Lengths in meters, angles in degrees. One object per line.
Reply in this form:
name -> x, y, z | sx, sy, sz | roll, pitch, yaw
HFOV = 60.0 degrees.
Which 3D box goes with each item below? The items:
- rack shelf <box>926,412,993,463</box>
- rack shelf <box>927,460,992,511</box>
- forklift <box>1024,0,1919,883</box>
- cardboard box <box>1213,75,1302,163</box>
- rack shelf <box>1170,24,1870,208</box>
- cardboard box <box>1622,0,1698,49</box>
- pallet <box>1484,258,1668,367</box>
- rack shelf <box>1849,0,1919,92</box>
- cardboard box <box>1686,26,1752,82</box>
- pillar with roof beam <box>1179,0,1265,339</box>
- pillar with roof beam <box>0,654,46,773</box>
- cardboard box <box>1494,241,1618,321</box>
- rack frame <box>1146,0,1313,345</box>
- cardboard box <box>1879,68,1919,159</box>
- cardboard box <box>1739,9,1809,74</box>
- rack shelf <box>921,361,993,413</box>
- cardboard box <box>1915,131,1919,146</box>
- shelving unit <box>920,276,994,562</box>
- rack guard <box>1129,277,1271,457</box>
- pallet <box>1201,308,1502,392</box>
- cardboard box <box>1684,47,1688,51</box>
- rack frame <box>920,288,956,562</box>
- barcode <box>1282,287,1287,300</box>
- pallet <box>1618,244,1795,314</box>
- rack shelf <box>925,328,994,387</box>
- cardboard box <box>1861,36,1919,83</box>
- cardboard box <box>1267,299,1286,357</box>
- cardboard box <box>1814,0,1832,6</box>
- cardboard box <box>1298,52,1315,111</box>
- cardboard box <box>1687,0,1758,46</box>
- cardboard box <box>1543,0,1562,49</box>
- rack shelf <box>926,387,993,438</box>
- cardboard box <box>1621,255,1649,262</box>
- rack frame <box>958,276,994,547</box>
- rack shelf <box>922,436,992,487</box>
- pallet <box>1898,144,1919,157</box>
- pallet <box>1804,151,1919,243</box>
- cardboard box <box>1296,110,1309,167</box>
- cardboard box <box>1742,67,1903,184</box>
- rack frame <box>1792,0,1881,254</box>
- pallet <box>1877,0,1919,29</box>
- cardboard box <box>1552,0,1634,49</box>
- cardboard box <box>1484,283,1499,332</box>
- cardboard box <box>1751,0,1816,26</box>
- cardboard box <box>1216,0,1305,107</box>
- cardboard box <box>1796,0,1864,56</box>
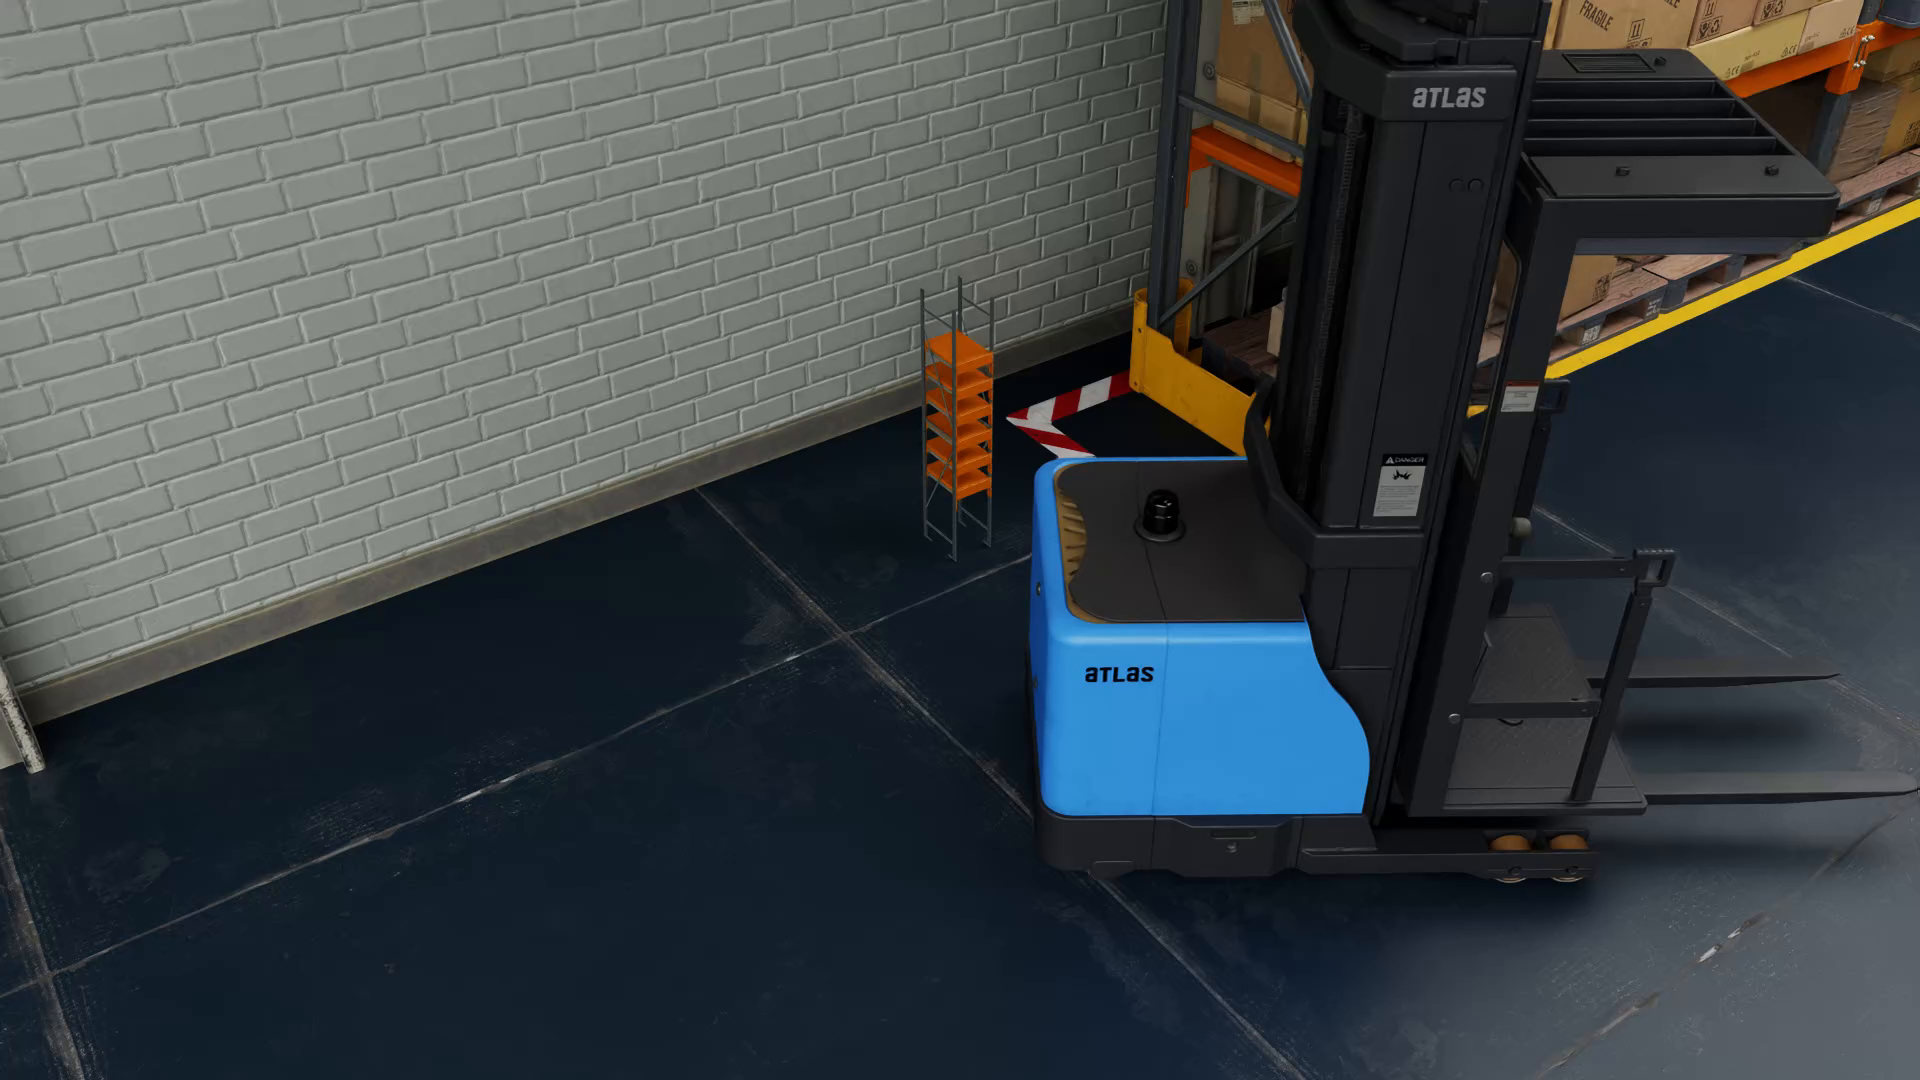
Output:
rack shelf -> -0.012, -0.446, 6.919 | 0.180, 0.103, 0.258 | -22, 41, -28
rack shelf -> -0.012, -0.251, 7.059 | 0.180, 0.103, 0.258 | -22, 41, -28
forklift -> 1.767, -0.340, 5.213 | 3.031, 2.935, 1.130 | 0, 36, -1
cardboard box -> 1.505, -1.957, 7.513 | 0.500, 0.250, 0.500 | -22, 41, -27
rack shelf -> 2.870, -2.141, 8.274 | 4.000, 0.370, 1.077 | -22, 41, -28
cardboard box -> 3.049, -2.540, 7.682 | 0.500, 0.500, 0.500 | -21, 41, -27
pallet -> 2.978, -1.318, 8.902 | 1.213, 0.211, 1.003 | -22, 41, -28
rack shelf -> 6.139, -3.486, 10.144 | 4.000, 0.370, 1.077 | -22, 41, -28
cardboard box -> 3.478, -2.409, 8.141 | 0.500, 0.250, 0.500 | -23, 41, -28
pillar with roof beam -> 3.789, -2.789, 3.421 | 0.400, 9.000, 9.100 | -22, 41, -28
pillar with roof beam -> -1.116, -0.771, 0.615 | 0.400, 9.000, 9.100 | -22, 41, -28
cardboard box -> 2.947, -1.528, 8.570 | 0.500, 0.500, 0.700 | -25, 43, -31
rack frame -> 1.235, -1.760, 7.128 | 0.127, 3.000, 1.000 | -22, 41, -28
cardboard box -> 5.490, -2.723, 10.231 | 0.500, 0.500, 0.700 | -23, 42, -29
cardboard box -> 3.880, -2.585, 8.387 | 0.500, 0.250, 0.500 | -22, 41, -28
rack shelf -> -0.012, -0.641, 6.779 | 0.180, 0.103, 0.258 | -22, 41, -28
cardboard box -> 5.930, -2.875, 10.442 | 0.500, 0.500, 0.700 | -22, 41, -27
shelving unit -> -0.012, -0.482, 6.893 | 0.189, 1.200, 0.258 | -22, 41, -28
rack guard -> 1.297, -0.771, 7.894 | 0.348, 0.500, 1.175 | -22, 41, -28
pallet -> 1.981, -0.910, 8.334 | 1.213, 0.211, 1.003 | -22, 41, -28
cardboard box -> 3.067, -2.239, 7.905 | 0.500, 0.250, 0.500 | -22, 41, -27
rack frame -> -0.087, -0.451, 6.850 | 0.006, 1.200, 0.240 | -22, 41, -28
barcode -> 1.637, -1.238, 8.320 | 0.075, 0.075, 0.001 | -22, 41, -28
pallet -> 3.976, -1.731, 9.476 | 1.213, 0.211, 1.003 | -22, 41, -28
rack shelf -> -0.012, -0.738, 6.709 | 0.180, 0.103, 0.258 | -22, 41, -28
cardboard box -> 5.455, -2.979, 9.945 | 0.500, 0.250, 0.500 | -23, 42, -29
cardboard box -> 1.852, -1.037, 8.049 | 0.500, 0.311, 0.500 | -28, 44, -33
cardboard box -> 4.296, -3.051, 8.392 | 0.500, 0.500, 0.500 | -22, 41, -28
cardboard box -> 1.798, -2.029, 6.971 | 0.500, 0.500, 0.500 | -22, 41, -28
cardboard box -> 3.474, -2.716, 7.926 | 0.500, 0.500, 0.500 | -24, 42, -29
cardboard box -> 2.208, -2.190, 7.196 | 0.500, 0.500, 0.500 | -22, 41, -28
rack shelf -> -0.012, -0.544, 6.849 | 0.180, 0.103, 0.258 | -22, 41, -28
cardboard box -> 3.679, -1.901, 9.088 | 0.500, 0.500, 0.500 | -26, 43, -31
rack frame -> 0.063, -0.513, 6.936 | 0.006, 1.200, 0.240 | -22, 41, -28
rack shelf -> -0.012, -0.349, 6.989 | 0.180, 0.103, 0.258 | -22, 41, -28
pallet -> 6.138, -2.649, 10.752 | 1.213, 0.211, 1.003 | -22, 41, -28
pallet -> 5.140, -2.236, 10.178 | 1.213, 0.211, 1.003 | -22, 41, -28
cardboard box -> 1.817, -1.720, 7.184 | 0.500, 0.250, 0.500 | -24, 42, -29
cardboard box -> 5.097, -2.525, 9.956 | 0.500, 0.500, 0.700 | -21, 41, -26
rack frame -> 4.504, -3.106, 8.999 | 0.127, 3.000, 1.000 | -22, 41, -28
pallet -> 5.213, -3.215, 9.316 | 1.213, 0.211, 1.003 | -22, 41, -28
cardboard box -> 2.634, -2.361, 7.433 | 0.500, 0.500, 0.500 | -24, 42, -29
cardboard box -> 2.318, -1.229, 8.315 | 0.500, 0.311, 0.500 | -19, 40, -24
cardboard box -> 3.892, -2.880, 8.154 | 0.500, 0.500, 0.500 | -23, 41, -28
cardboard box -> 1.498, -2.272, 7.309 | 0.500, 0.500, 0.500 | -23, 42, -28
cardboard box -> 4.292, -2.749, 8.614 | 0.500, 0.250, 0.500 | -22, 41, -28
